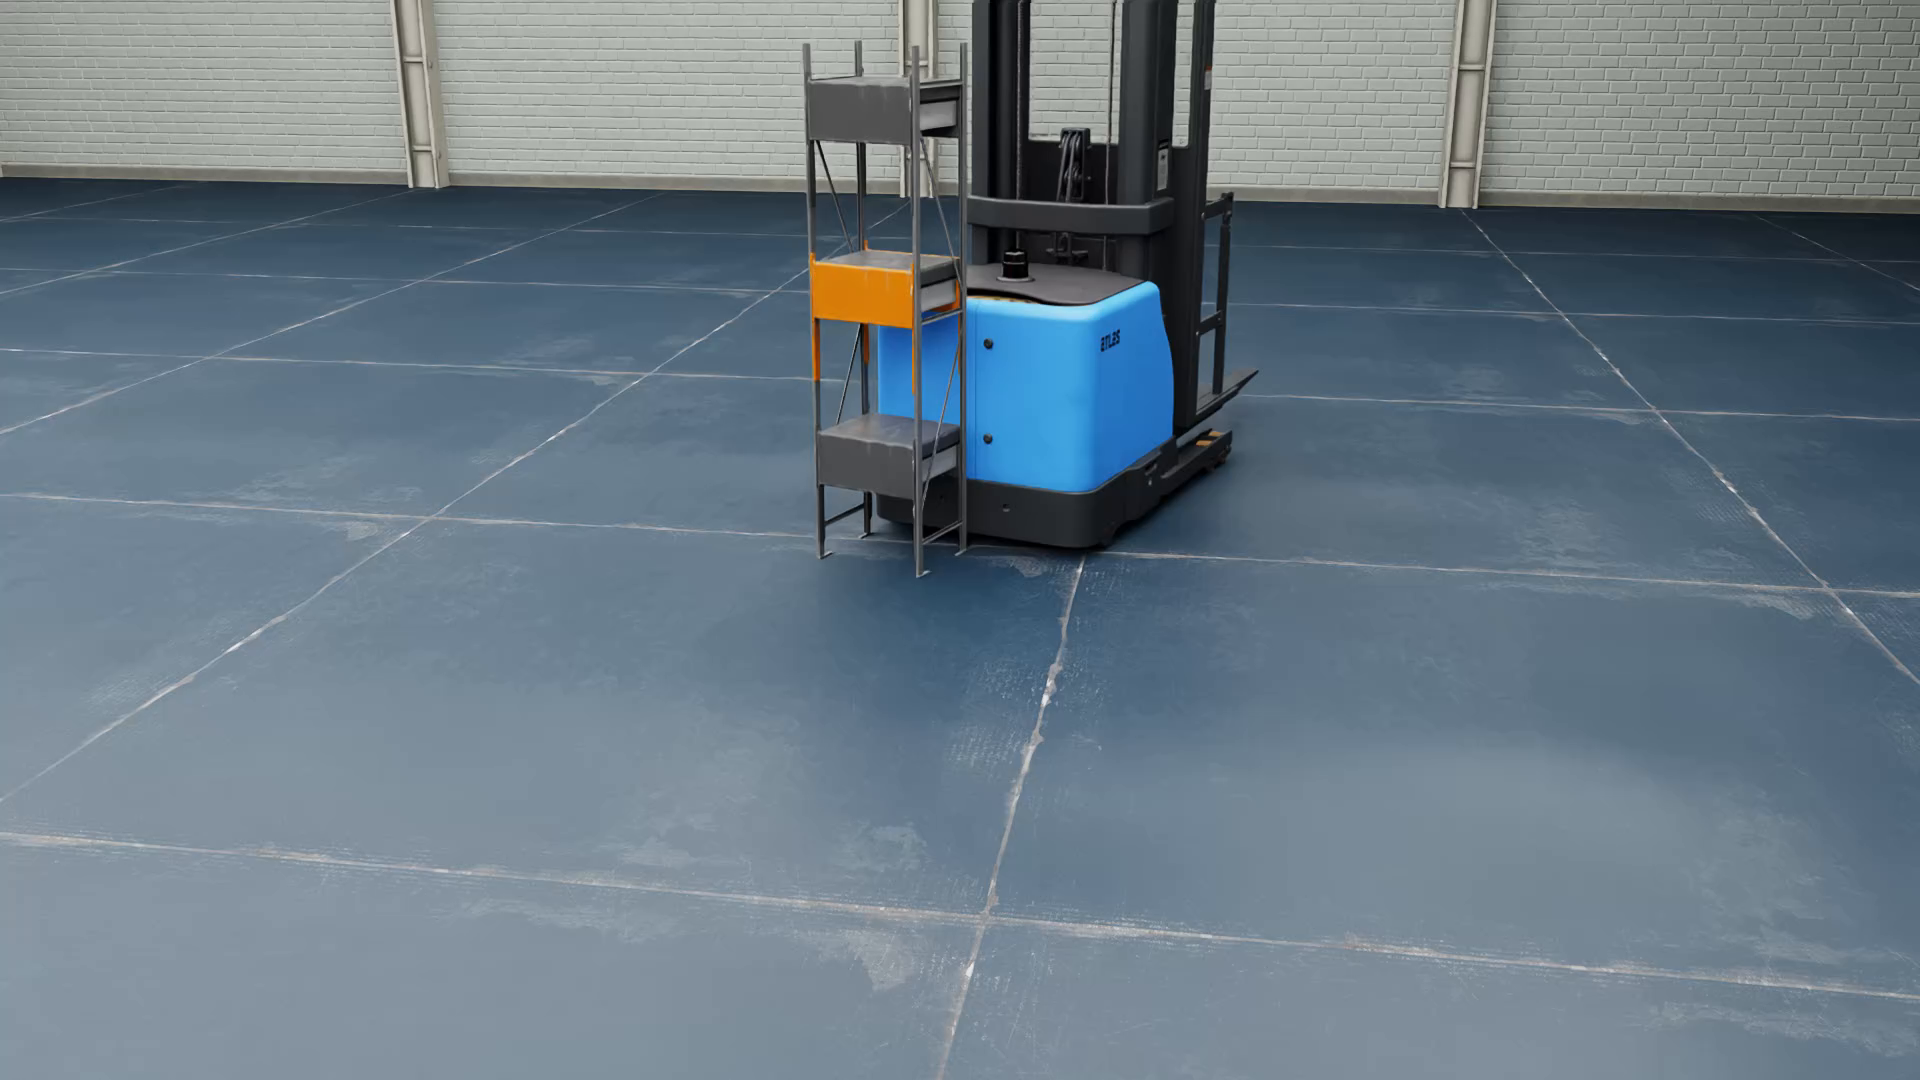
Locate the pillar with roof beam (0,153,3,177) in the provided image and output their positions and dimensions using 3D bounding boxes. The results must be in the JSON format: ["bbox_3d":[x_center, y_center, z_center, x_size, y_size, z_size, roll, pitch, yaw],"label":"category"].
[{"bbox_3d":[-13.000,-7.485,15.490,0.400,9.000,9.100,3,19,9],"label":"pillar with roof beam"}]

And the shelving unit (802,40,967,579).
[{"bbox_3d":[-0.288,-0.928,6.767,0.503,2.100,0.431,10,21,28],"label":"shelving unit"}]

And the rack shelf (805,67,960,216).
[{"bbox_3d":[-0.289,-1.579,6.549,0.480,0.518,0.431,10,21,28],"label":"rack shelf"}]

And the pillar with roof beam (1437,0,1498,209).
[{"bbox_3d":[4.773,-6.579,12.782,0.400,9.000,9.100,3,19,9],"label":"pillar with roof beam"}]

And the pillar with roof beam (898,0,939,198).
[{"bbox_3d":[-1.152,-6.881,13.685,0.400,9.000,9.100,3,19,9],"label":"pillar with roof beam"}]

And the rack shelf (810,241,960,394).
[{"bbox_3d":[-0.288,-0.915,6.772,0.480,0.518,0.431,10,21,28],"label":"rack shelf"}]

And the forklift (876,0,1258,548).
[{"bbox_3d":[0.736,-1.780,8.004,1.130,2.935,3.031,9,20,25],"label":"forklift"}]

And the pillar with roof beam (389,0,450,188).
[{"bbox_3d":[-7.076,-7.183,14.587,0.400,9.000,9.100,3,19,9],"label":"pillar with roof beam"}]

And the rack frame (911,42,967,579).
[{"bbox_3d":[-0.076,-0.890,6.653,0.015,2.100,0.400,10,21,28],"label":"rack frame"}]

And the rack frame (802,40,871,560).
[{"bbox_3d":[-0.501,-0.966,6.882,0.015,2.100,0.400,10,21,28],"label":"rack frame"}]

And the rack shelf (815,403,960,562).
[{"bbox_3d":[-0.288,-0.251,6.994,0.480,0.518,0.431,10,21,28],"label":"rack shelf"}]
